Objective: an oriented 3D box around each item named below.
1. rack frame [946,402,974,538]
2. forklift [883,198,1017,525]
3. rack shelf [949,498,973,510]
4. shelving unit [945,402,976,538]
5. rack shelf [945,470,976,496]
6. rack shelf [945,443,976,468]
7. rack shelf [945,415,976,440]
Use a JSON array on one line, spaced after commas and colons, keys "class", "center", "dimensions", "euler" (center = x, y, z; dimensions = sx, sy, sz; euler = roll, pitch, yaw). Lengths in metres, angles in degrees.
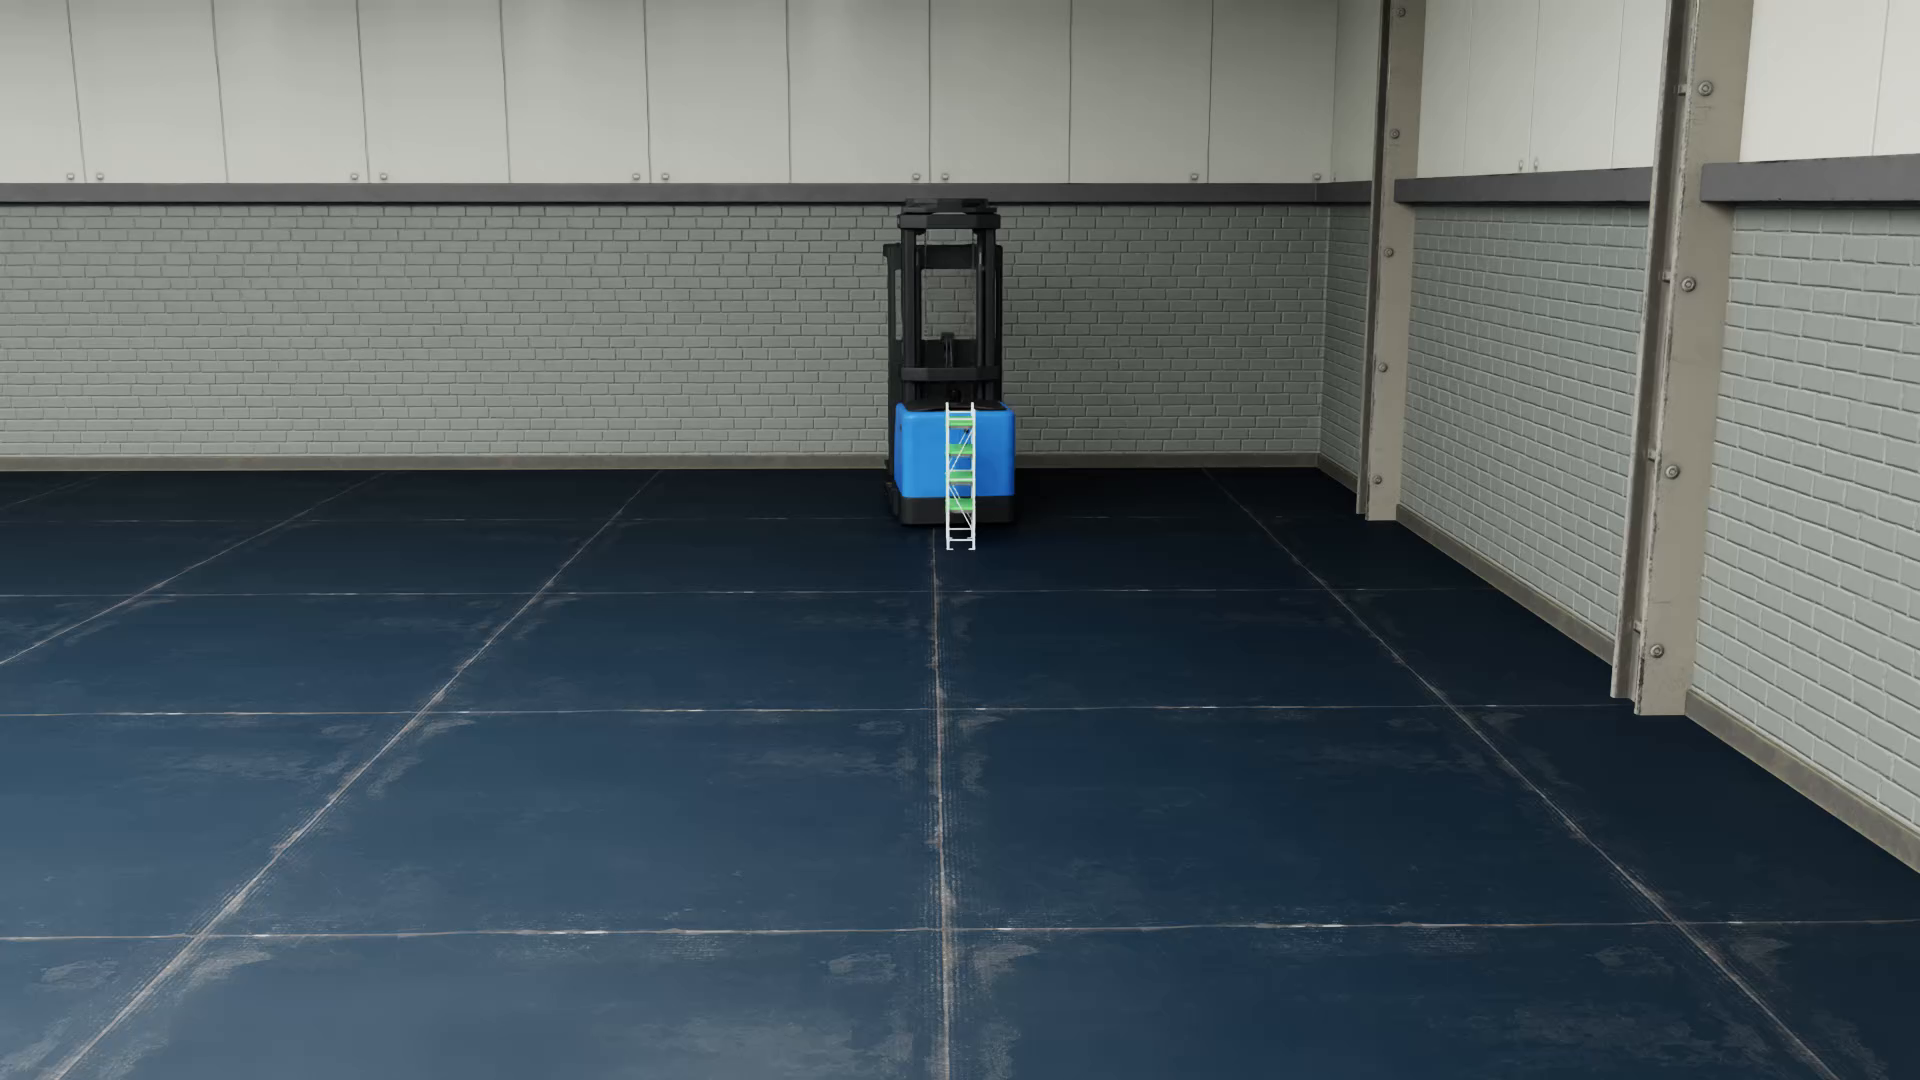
[{"class": "rack frame", "center": [-0.002, -0.604, 14.517], "dimensions": [0.240, 1.200, 0.015], "euler": [0, 11, -1]}, {"class": "forklift", "center": [-0.169, -1.814, 16.128], "dimensions": [1.130, 2.935, 3.031], "euler": [-1, 12, -6]}, {"class": "rack shelf", "center": [0.003, -0.310, 14.327], "dimensions": [0.221, 0.021, 0.457], "euler": [0, 11, -1]}, {"class": "shelving unit", "center": [0.003, -0.556, 14.283], "dimensions": [0.258, 1.200, 0.492], "euler": [0, 11, -1]}, {"class": "rack shelf", "center": [0.003, -0.492, 14.290], "dimensions": [0.258, 0.148, 0.480], "euler": [0, 11, -1]}, {"class": "rack shelf", "center": [0.003, -0.728, 14.243], "dimensions": [0.258, 0.148, 0.480], "euler": [0, 11, -1]}, {"class": "rack shelf", "center": [0.003, -0.963, 14.195], "dimensions": [0.258, 0.148, 0.480], "euler": [0, 11, -1]}]
